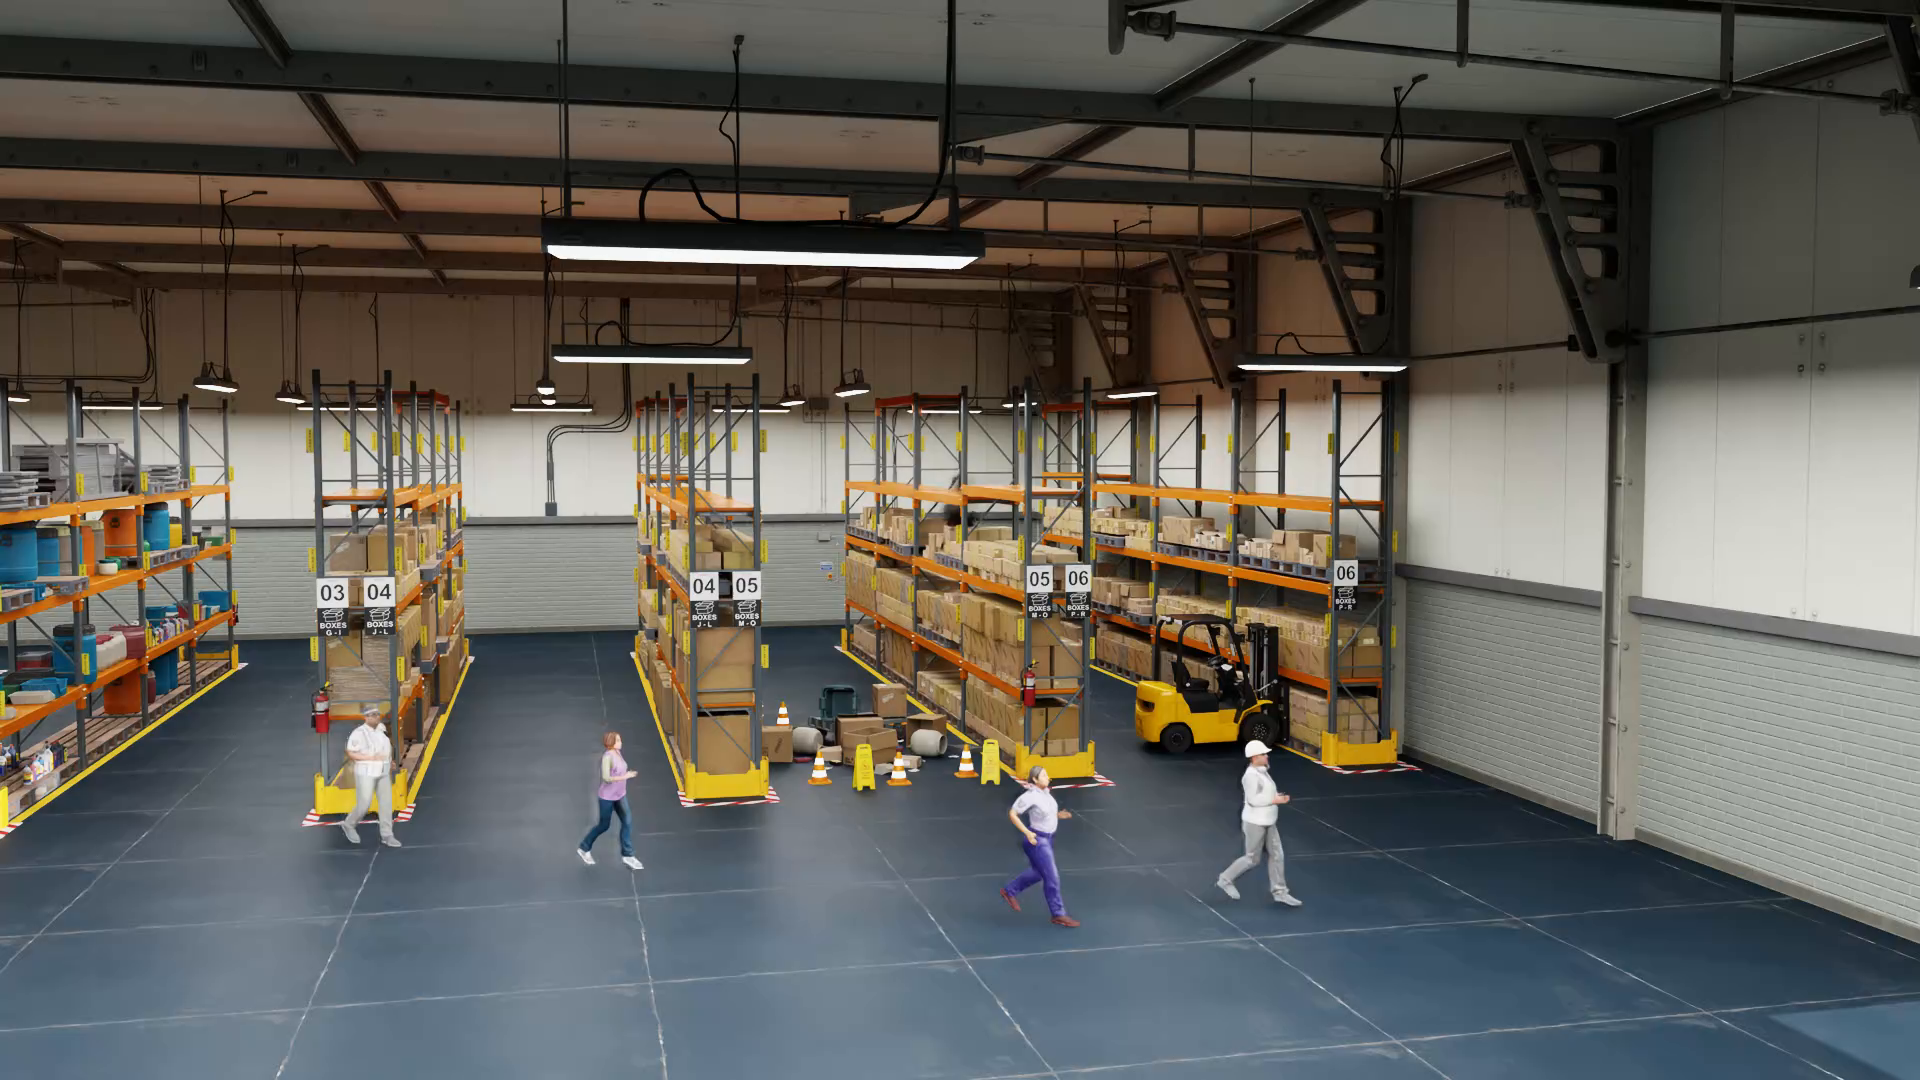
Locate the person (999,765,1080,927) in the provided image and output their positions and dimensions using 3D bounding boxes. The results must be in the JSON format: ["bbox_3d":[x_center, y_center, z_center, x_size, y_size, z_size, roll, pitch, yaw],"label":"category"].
[{"bbox_3d":[0.820,3.161,17.347,0.943,1.632,0.608,1,4,22],"label":"person"}]

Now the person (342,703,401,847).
[{"bbox_3d":[-7.312,2.902,20.672,0.885,1.773,0.677,2,4,30],"label":"person"}]

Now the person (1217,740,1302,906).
[{"bbox_3d":[3.239,3.046,17.964,0.906,1.766,0.661,2,4,26],"label":"person"}]

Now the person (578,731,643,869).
[{"bbox_3d":[-4.129,3.055,19.561,0.789,1.630,0.556,1,3,15],"label":"person"}]
